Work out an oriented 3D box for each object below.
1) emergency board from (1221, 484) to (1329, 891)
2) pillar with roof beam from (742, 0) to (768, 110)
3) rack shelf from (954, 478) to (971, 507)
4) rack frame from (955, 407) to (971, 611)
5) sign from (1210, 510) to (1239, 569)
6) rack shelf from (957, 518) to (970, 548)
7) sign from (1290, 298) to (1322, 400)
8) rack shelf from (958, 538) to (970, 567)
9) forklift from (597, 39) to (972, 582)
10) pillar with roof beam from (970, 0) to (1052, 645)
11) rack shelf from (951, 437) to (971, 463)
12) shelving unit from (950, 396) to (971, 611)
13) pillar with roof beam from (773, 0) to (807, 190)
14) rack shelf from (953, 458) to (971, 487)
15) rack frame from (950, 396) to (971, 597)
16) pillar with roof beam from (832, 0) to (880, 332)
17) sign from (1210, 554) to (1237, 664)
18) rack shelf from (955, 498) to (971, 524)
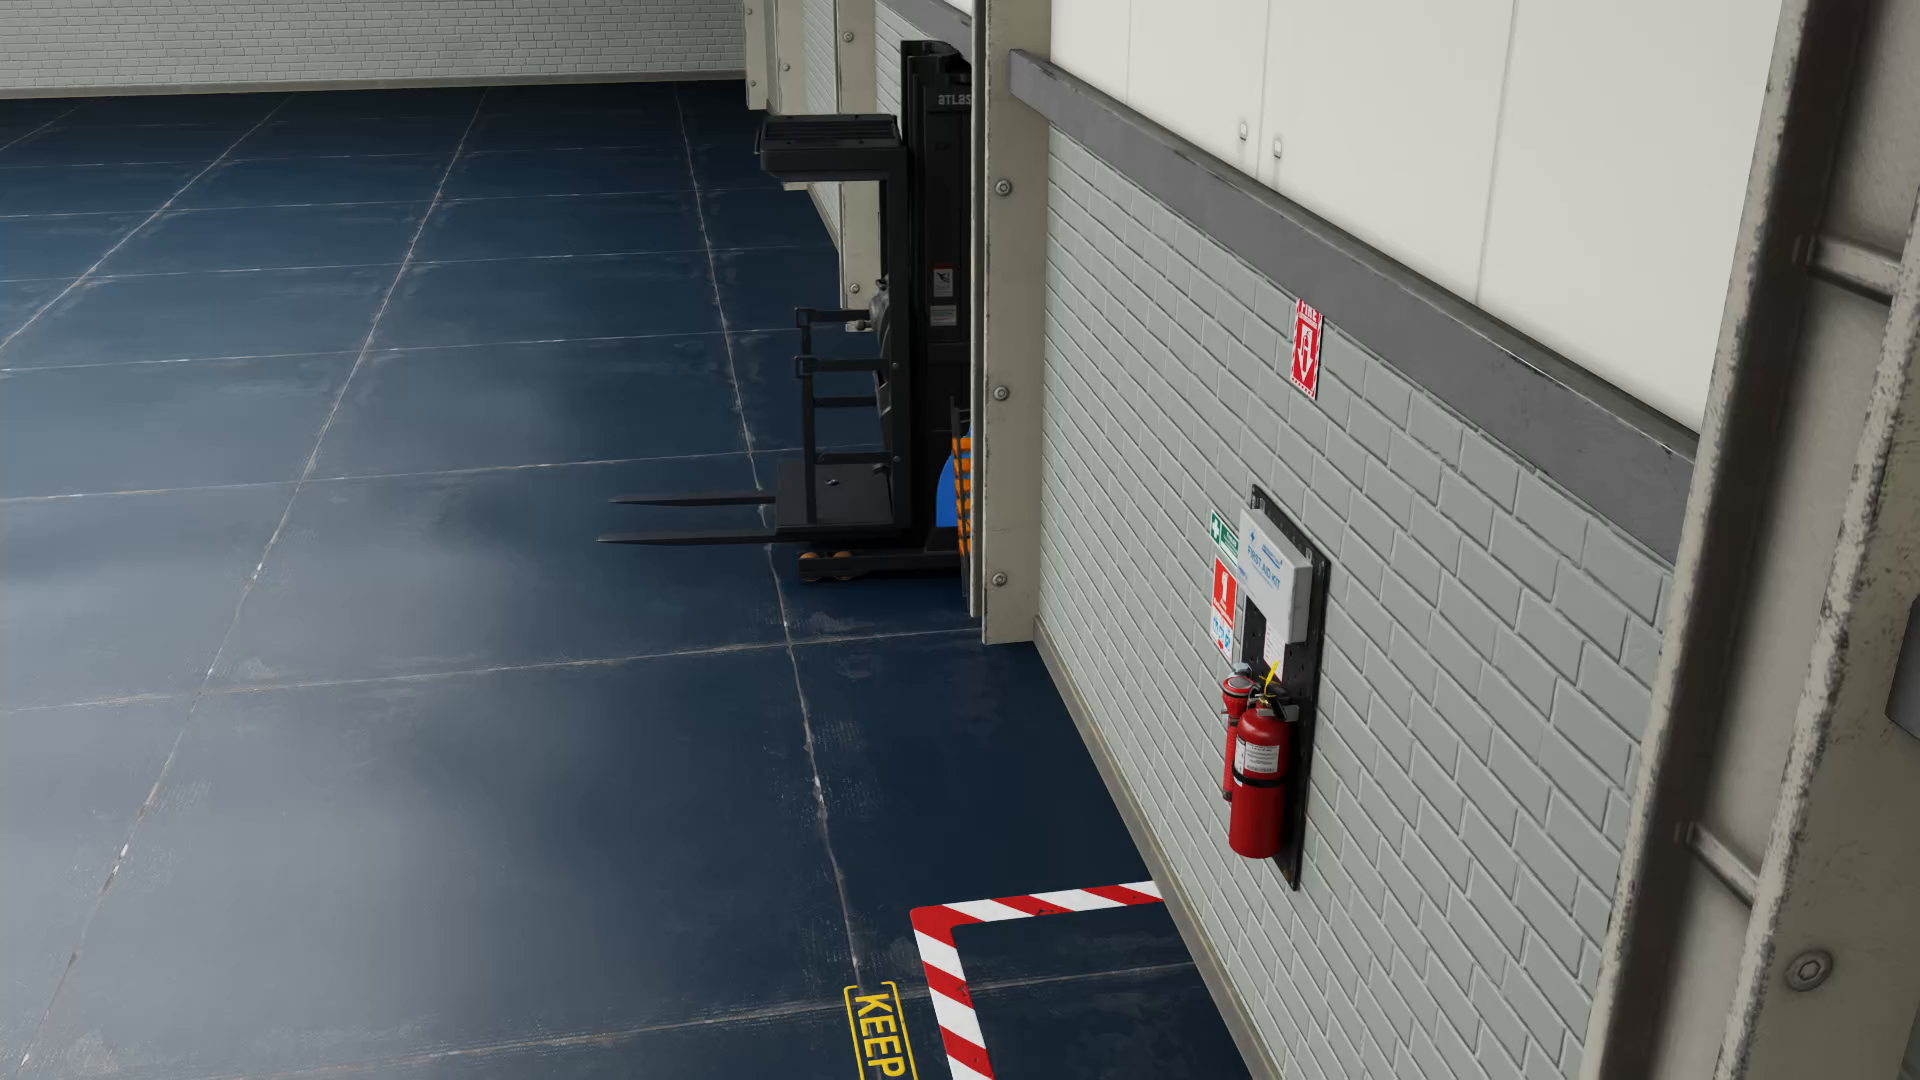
[{"bbox_3d":[0.935,0.485,5.391,0.194,1.169,0.643,-4,24,-10],"label":"emergency board"},{"bbox_3d":[-7.315,-10.411,22.843,9.100,9.000,0.400,-4,24,-10],"label":"pillar with roof beam"},{"bbox_3d":[0.109,-0.273,9.166,0.258,0.103,0.180,-6,23,-6],"label":"rack shelf"},{"bbox_3d":[0.126,-0.169,9.111,0.240,1.200,0.006,-6,23,-6],"label":"rack frame"},{"bbox_3d":[0.926,0.003,5.788,0.001,0.109,0.331,-4,24,-10],"label":"sign"},{"bbox_3d":[0.123,-0.053,9.258,0.258,0.103,0.180,-6,23,-6],"label":"rack shelf"},{"bbox_3d":[1.031,-0.588,4.951,0.001,0.298,0.199,-4,24,-10],"label":"sign"},{"bbox_3d":[0.131,0.058,9.305,0.258,0.103,0.180,-6,23,-6],"label":"rack shelf"},{"bbox_3d":[-0.633,-1.321,9.613,3.031,2.935,1.130,-2,24,-5],"label":"forklift"},{"bbox_3d":[-3.986,-3.330,6.632,9.100,9.000,0.400,-4,24,-10],"label":"pillar with roof beam"},{"bbox_3d":[0.094,-0.494,9.073,0.258,0.103,0.180,-6,23,-6],"label":"rack shelf"},{"bbox_3d":[0.113,-0.204,9.195,0.258,1.200,0.189,-6,23,-6],"label":"shelving unit"},{"bbox_3d":[-6.205,-8.051,17.440,9.100,9.000,0.400,-4,24,-10],"label":"pillar with roof beam"},{"bbox_3d":[0.101,-0.384,9.119,0.258,0.103,0.180,-6,23,-6],"label":"rack shelf"},{"bbox_3d":[0.101,-0.238,9.279,0.240,1.200,0.006,-6,23,-6],"label":"rack frame"},{"bbox_3d":[-5.096,-5.690,12.036,9.100,9.000,0.400,-4,24,-10],"label":"pillar with roof beam"},{"bbox_3d":[0.934,0.244,5.899,0.001,0.329,0.234,-4,24,-10],"label":"sign"},{"bbox_3d":[0.116,-0.163,9.212,0.258,0.103,0.180,-6,23,-6],"label":"rack shelf"}]
